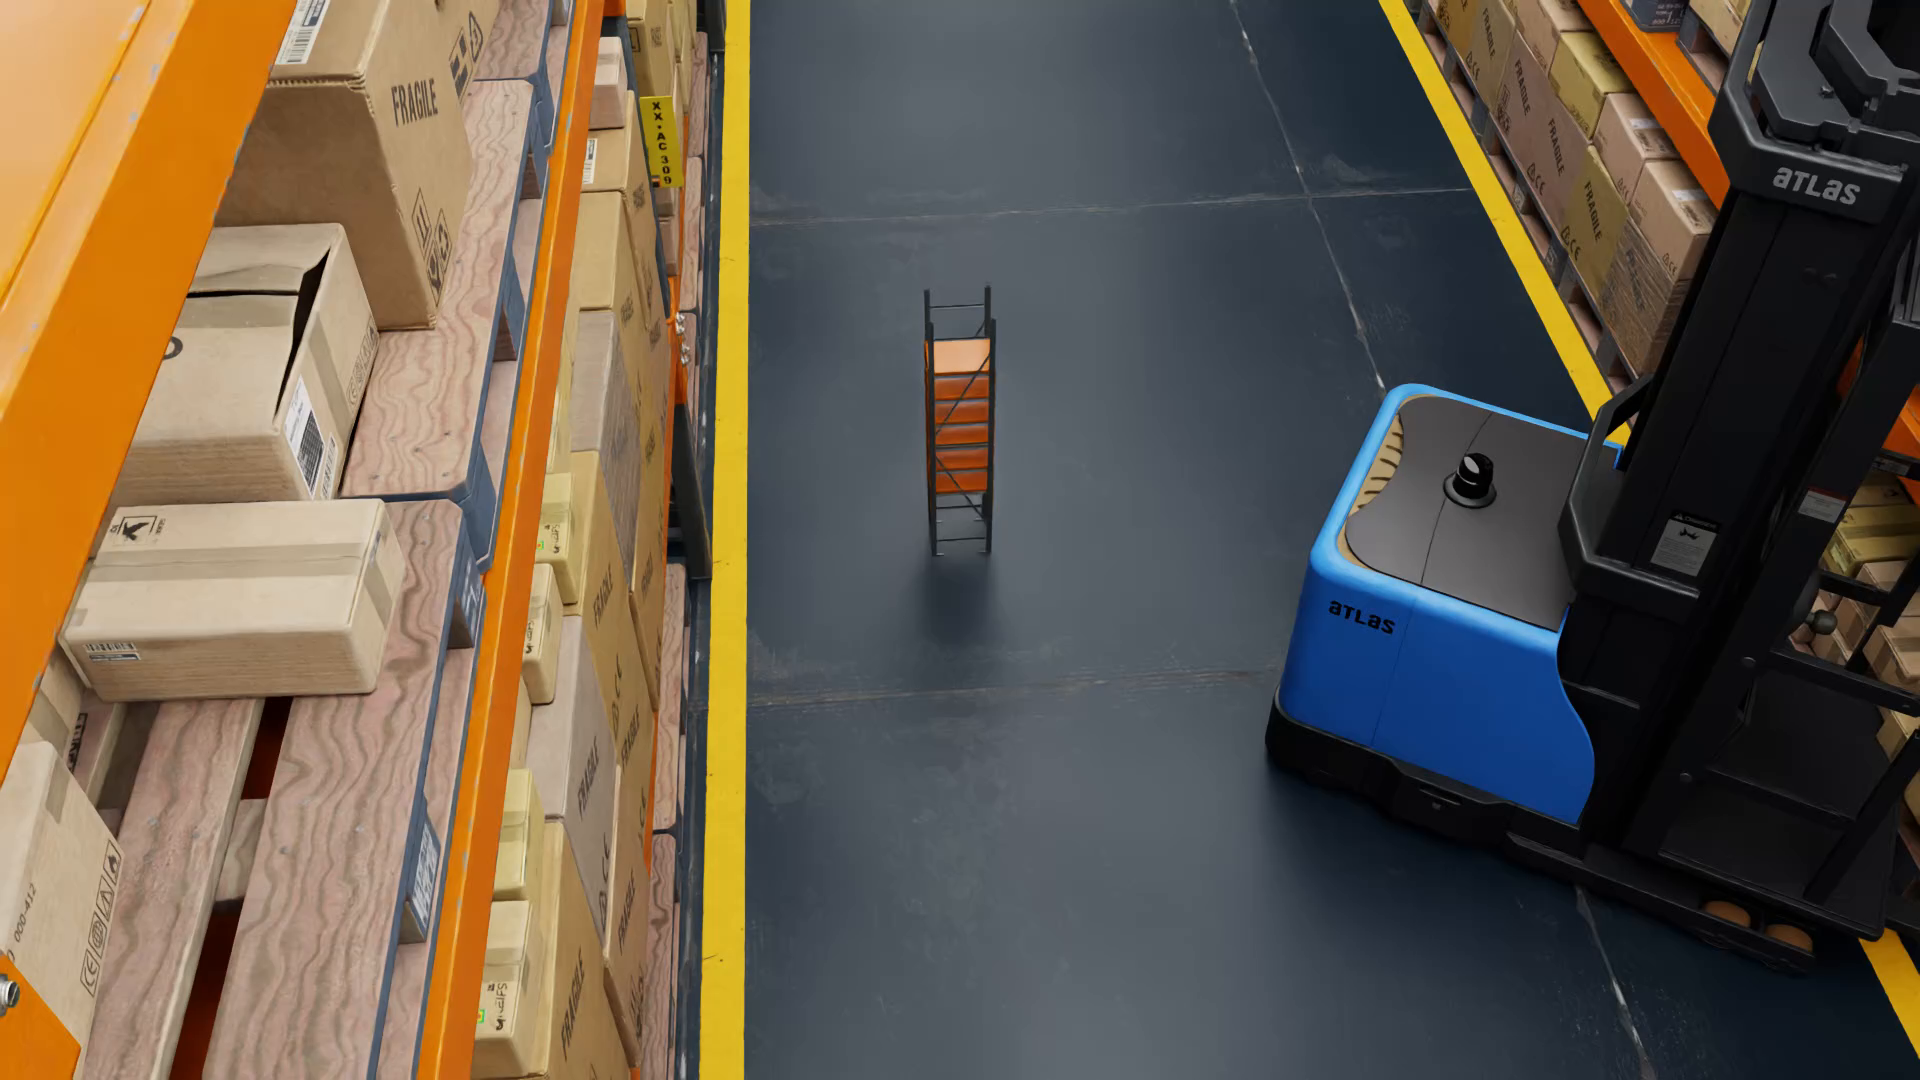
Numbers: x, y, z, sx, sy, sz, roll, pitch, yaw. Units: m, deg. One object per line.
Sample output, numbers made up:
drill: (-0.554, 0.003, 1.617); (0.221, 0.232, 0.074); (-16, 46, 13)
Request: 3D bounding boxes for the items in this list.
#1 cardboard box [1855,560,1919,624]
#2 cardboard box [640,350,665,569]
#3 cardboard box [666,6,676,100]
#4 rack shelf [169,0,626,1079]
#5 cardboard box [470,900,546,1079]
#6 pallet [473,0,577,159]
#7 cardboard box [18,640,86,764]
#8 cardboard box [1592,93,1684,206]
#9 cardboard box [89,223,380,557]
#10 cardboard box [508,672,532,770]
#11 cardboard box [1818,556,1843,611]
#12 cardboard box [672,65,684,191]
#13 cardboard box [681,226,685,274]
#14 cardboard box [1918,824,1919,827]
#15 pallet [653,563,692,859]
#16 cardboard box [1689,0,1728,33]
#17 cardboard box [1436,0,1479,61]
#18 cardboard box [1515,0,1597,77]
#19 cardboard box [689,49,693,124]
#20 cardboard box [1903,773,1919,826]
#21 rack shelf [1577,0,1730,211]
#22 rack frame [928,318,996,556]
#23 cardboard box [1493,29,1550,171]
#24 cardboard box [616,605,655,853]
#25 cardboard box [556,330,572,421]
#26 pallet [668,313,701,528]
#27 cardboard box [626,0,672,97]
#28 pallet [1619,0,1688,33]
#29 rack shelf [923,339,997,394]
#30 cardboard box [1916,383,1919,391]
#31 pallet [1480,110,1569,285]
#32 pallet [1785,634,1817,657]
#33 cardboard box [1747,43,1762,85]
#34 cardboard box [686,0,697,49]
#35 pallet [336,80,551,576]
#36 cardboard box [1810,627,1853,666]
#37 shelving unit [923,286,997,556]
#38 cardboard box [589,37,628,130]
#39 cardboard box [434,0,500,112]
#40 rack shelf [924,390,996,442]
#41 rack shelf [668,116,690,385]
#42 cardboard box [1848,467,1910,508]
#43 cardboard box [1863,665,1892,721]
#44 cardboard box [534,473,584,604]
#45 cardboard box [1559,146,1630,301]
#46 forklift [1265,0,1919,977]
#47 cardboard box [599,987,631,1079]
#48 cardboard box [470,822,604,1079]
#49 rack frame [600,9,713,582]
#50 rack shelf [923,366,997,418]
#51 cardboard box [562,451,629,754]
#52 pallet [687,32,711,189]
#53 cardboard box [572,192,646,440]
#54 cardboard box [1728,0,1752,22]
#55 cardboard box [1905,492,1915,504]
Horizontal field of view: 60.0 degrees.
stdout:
cardboard box: (3.339, 0.203, 5.756); (0.380, 0.149, 0.250); (-5, 47, -4)
cardboard box: (-1.145, -0.228, 4.831); (0.500, 0.500, 0.500); (-5, 47, -4)
cardboard box: (-1.314, -1.717, 6.069); (0.500, 0.250, 0.500); (-3, 47, -3)
rack shelf: (-1.319, -0.223, 3.325); (1.077, 0.370, 4.000); (-3, 47, -3)
cardboard box: (-0.906, 0.753, 2.767); (0.380, 0.149, 0.250); (-2, 47, -2)
pallet: (-1.429, -1.294, 3.905); (1.003, 0.211, 1.213); (-3, 47, -3)
cardboard box: (-1.394, 0.266, 2.181); (0.380, 0.149, 0.250); (-7, 47, -6)
cardboard box: (3.094, -1.699, 7.209); (0.500, 0.250, 0.500); (-1, 47, -1)
cardboard box: (-1.227, -0.258, 2.565); (0.500, 0.311, 0.500); (-3, 47, -3)
cardboard box: (-1.021, 0.377, 3.123); (0.380, 0.149, 0.250); (-3, 47, -3)
cardboard box: (3.316, 0.107, 6.052); (0.380, 0.149, 0.250); (-4, 47, -4)
cardboard box: (-1.305, -1.543, 6.249); (0.500, 0.250, 0.500); (-5, 47, -4)
cardboard box: (-1.702, -1.397, 7.181); (0.875, 0.875, 0.875); (-2, 47, -2)
cardboard box: (3.395, 0.981, 5.430); (0.380, 0.149, 0.250); (-2, 47, -2)
pallet: (-1.501, 0.628, 6.010); (1.003, 0.211, 1.213); (-3, 47, -3)
cardboard box: (3.145, -2.143, 6.597); (0.380, 0.149, 0.250); (-6, 47, -5)
cardboard box: (2.908, -2.912, 8.874); (0.500, 0.500, 0.500); (-5, 47, -5)
cardboard box: (2.990, -2.457, 7.927); (0.500, 0.250, 0.500); (-3, 47, -3)
cardboard box: (-1.846, -2.689, 8.405); (0.875, 0.875, 0.875); (-4, 47, -4)
cardboard box: (3.289, 0.869, 5.330); (0.380, 0.149, 0.250); (-3, 47, -3)
rack shelf: (3.270, -2.460, 7.509); (1.077, 0.370, 4.000); (-3, 47, -3)
rack frame: (0.006, -0.357, 6.262); (0.240, 1.200, 0.006); (-3, 47, -3)
cardboard box: (3.001, -2.177, 8.178); (0.500, 0.500, 0.500); (-5, 47, -4)
cardboard box: (-1.059, 0.514, 4.128); (0.500, 0.500, 0.500); (-2, 47, -2)
cardboard box: (-1.100, -0.355, 3.816); (0.380, 0.149, 0.250); (-4, 47, -4)
pallet: (-1.626, -0.481, 7.060); (1.003, 0.211, 1.213); (-3, 47, -3)
cardboard box: (-1.237, -1.600, 5.442); (0.500, 0.500, 0.500); (-3, 47, -3)
pallet: (3.309, -2.658, 7.334); (1.003, 0.211, 1.213); (-3, 47, -3)
rack shelf: (-0.001, -0.640, 6.095); (0.258, 0.103, 0.180); (-3, 47, -3)
cardboard box: (3.305, -0.577, 5.403); (0.380, 0.149, 0.250); (-5, 47, -5)
pallet: (3.266, -1.749, 8.261); (1.003, 0.211, 1.213); (-3, 47, -3)
pallet: (3.529, 0.183, 6.432); (1.003, 0.211, 1.213); (-3, 47, -3)
cardboard box: (3.185, -1.781, 6.255); (0.380, 0.149, 0.250); (-3, 47, -3)
cardboard box: (-1.365, -2.277, 6.944); (0.500, 0.250, 0.500); (-4, 47, -4)
pallet: (-1.330, -0.414, 3.071); (1.003, 0.211, 1.213); (-3, 47, -3)
cardboard box: (3.314, 0.409, 5.971); (0.380, 0.149, 0.250); (-4, 47, -4)
shelving unit: (-0.001, -0.423, 6.324); (0.258, 1.200, 0.189); (-3, 47, -3)
cardboard box: (-1.144, -1.284, 4.696); (0.380, 0.149, 0.250); (-4, 47, -4)
cardboard box: (-1.342, -1.158, 3.285); (0.797, 0.503, 0.637); (0, 47, 0)
rack shelf: (-0.001, -0.475, 6.269); (0.258, 0.103, 0.180); (-3, 47, -3)
rack shelf: (-1.654, -2.086, 7.155); (1.077, 0.370, 4.000); (-3, 47, -3)
cardboard box: (3.224, -0.164, 6.104); (0.380, 0.149, 0.250); (-1, 47, -1)
cardboard box: (3.335, 0.503, 5.677); (0.380, 0.149, 0.250); (-2, 47, -1)
cardboard box: (-0.993, 0.009, 3.472); (0.380, 0.149, 0.250); (-5, 47, -4)
cardboard box: (3.082, -1.436, 7.477); (0.500, 0.500, 0.500); (-4, 47, -4)
forklift: (2.647, -0.047, 4.775); (3.031, 2.935, 1.130); (20, 50, 18)
cardboard box: (-0.976, 1.245, 3.436); (0.500, 0.500, 0.500); (-4, 47, -4)
cardboard box: (-0.958, 0.892, 3.082); (0.500, 0.500, 0.500); (-5, 47, -4)
rack frame: (-1.487, -0.886, 5.523); (1.000, 3.000, 0.127); (-3, 47, -3)
rack shelf: (-0.001, -0.558, 6.182); (0.258, 0.103, 0.180); (-3, 47, -3)
cardboard box: (-1.052, 0.159, 3.776); (0.500, 0.500, 0.500); (-3, 47, -3)
pallet: (-1.831, -2.246, 8.732); (1.003, 0.211, 1.213); (-3, 47, -3)
cardboard box: (-1.138, -0.572, 4.468); (0.500, 0.500, 0.500); (-4, 47, -4)
cardboard box: (3.166, -2.066, 6.320); (0.380, 0.149, 0.250); (-2, 47, -2)
cardboard box: (3.816, -0.123, 6.270); (0.380, 0.149, 0.250); (-6, 47, -5)
